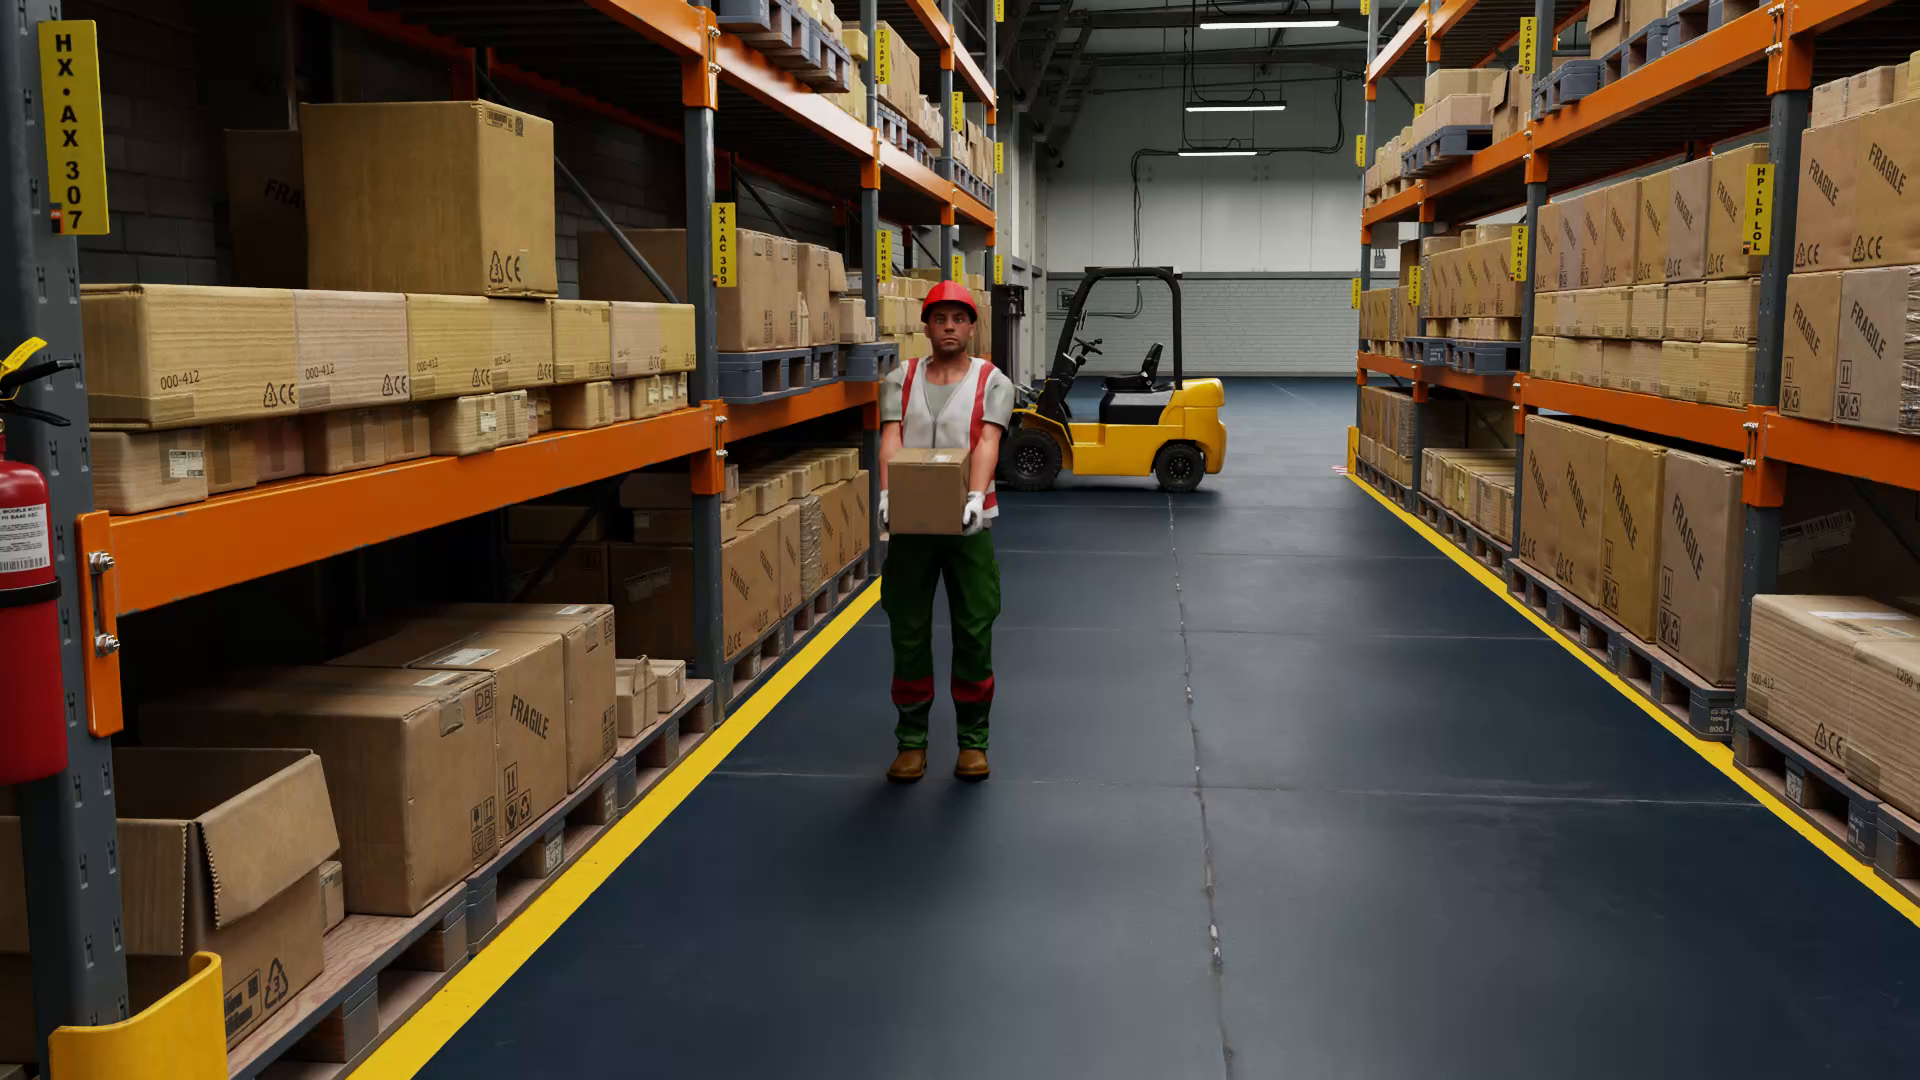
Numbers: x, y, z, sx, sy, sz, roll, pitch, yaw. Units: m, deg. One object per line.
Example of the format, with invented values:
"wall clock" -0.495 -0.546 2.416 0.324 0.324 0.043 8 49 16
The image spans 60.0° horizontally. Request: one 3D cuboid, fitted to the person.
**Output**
"person" -0.066 -0.028 5.933 0.494 1.783 0.559 1 8 7
